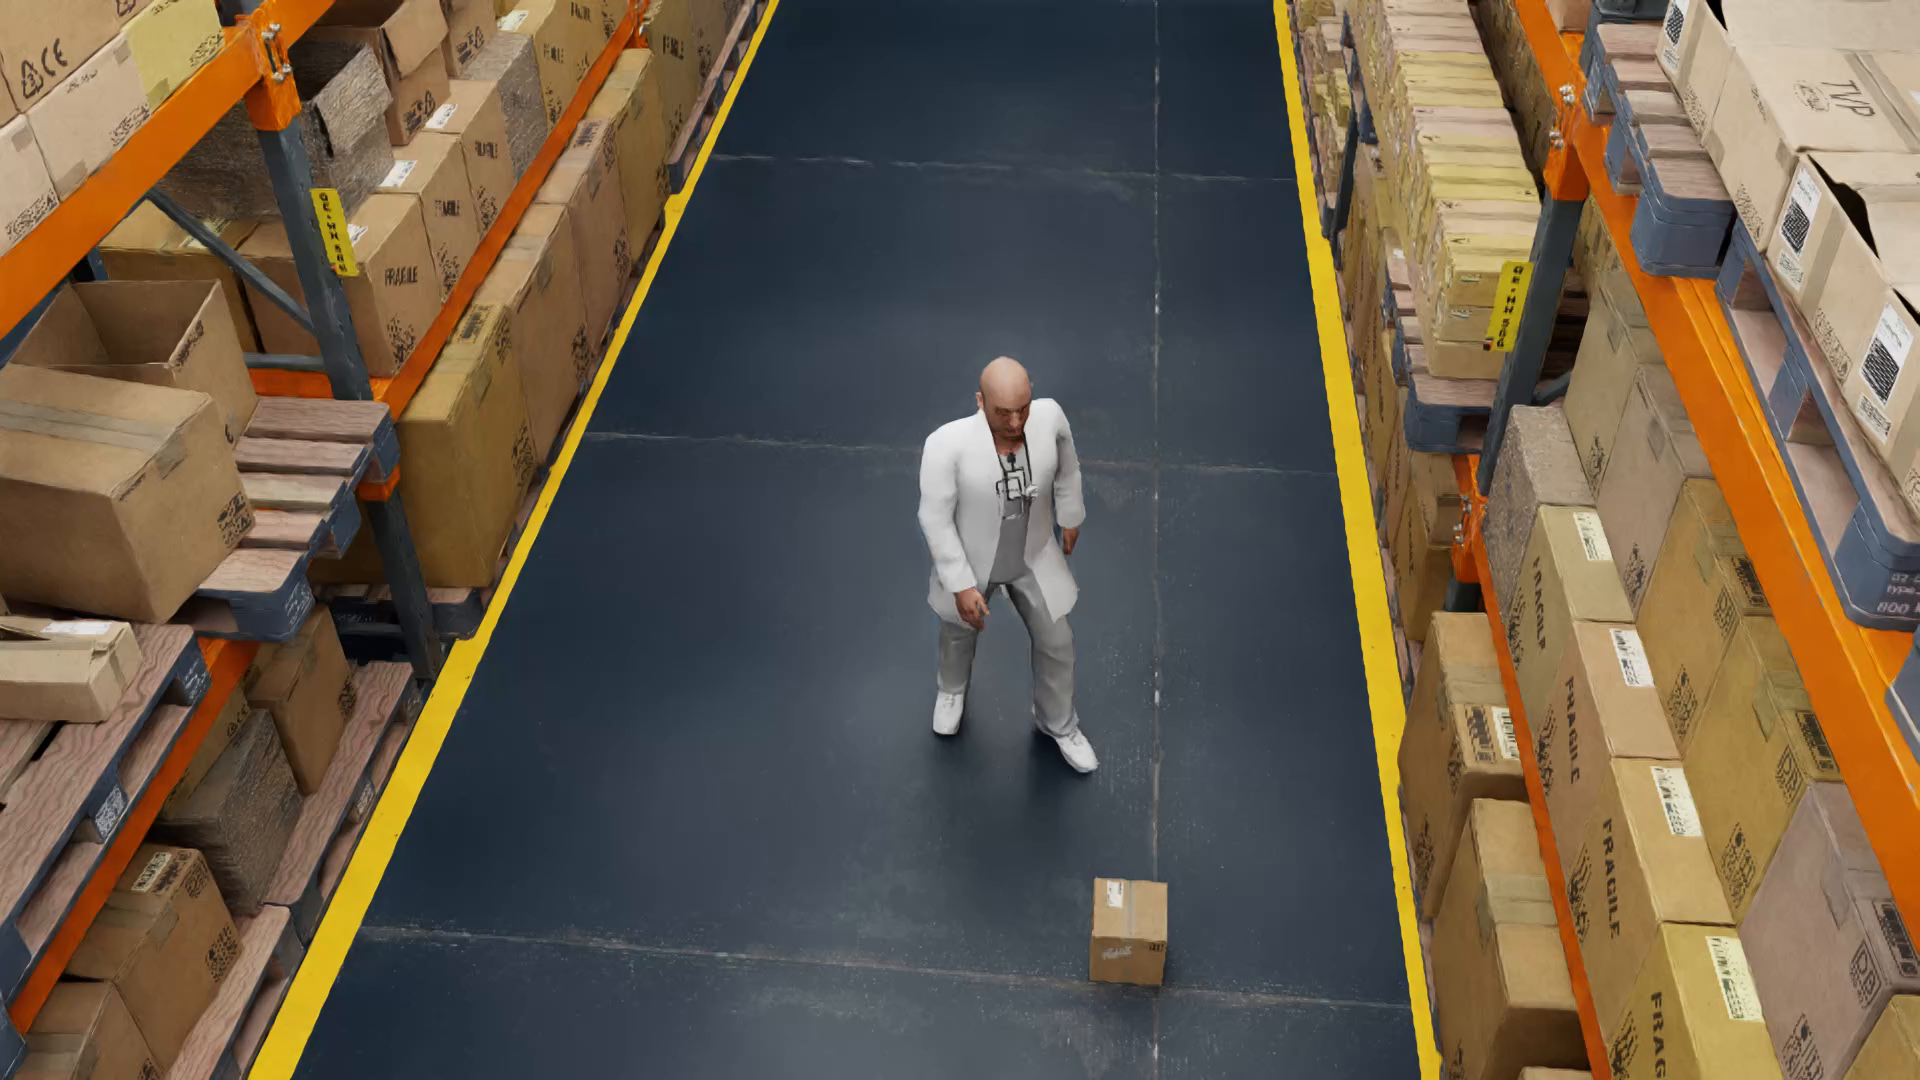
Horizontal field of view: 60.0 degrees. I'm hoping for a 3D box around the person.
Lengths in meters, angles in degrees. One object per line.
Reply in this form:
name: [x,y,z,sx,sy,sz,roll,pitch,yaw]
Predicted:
person: [0.176,0.070,6.078,0.680,1.761,0.683,-10,41,-12]
